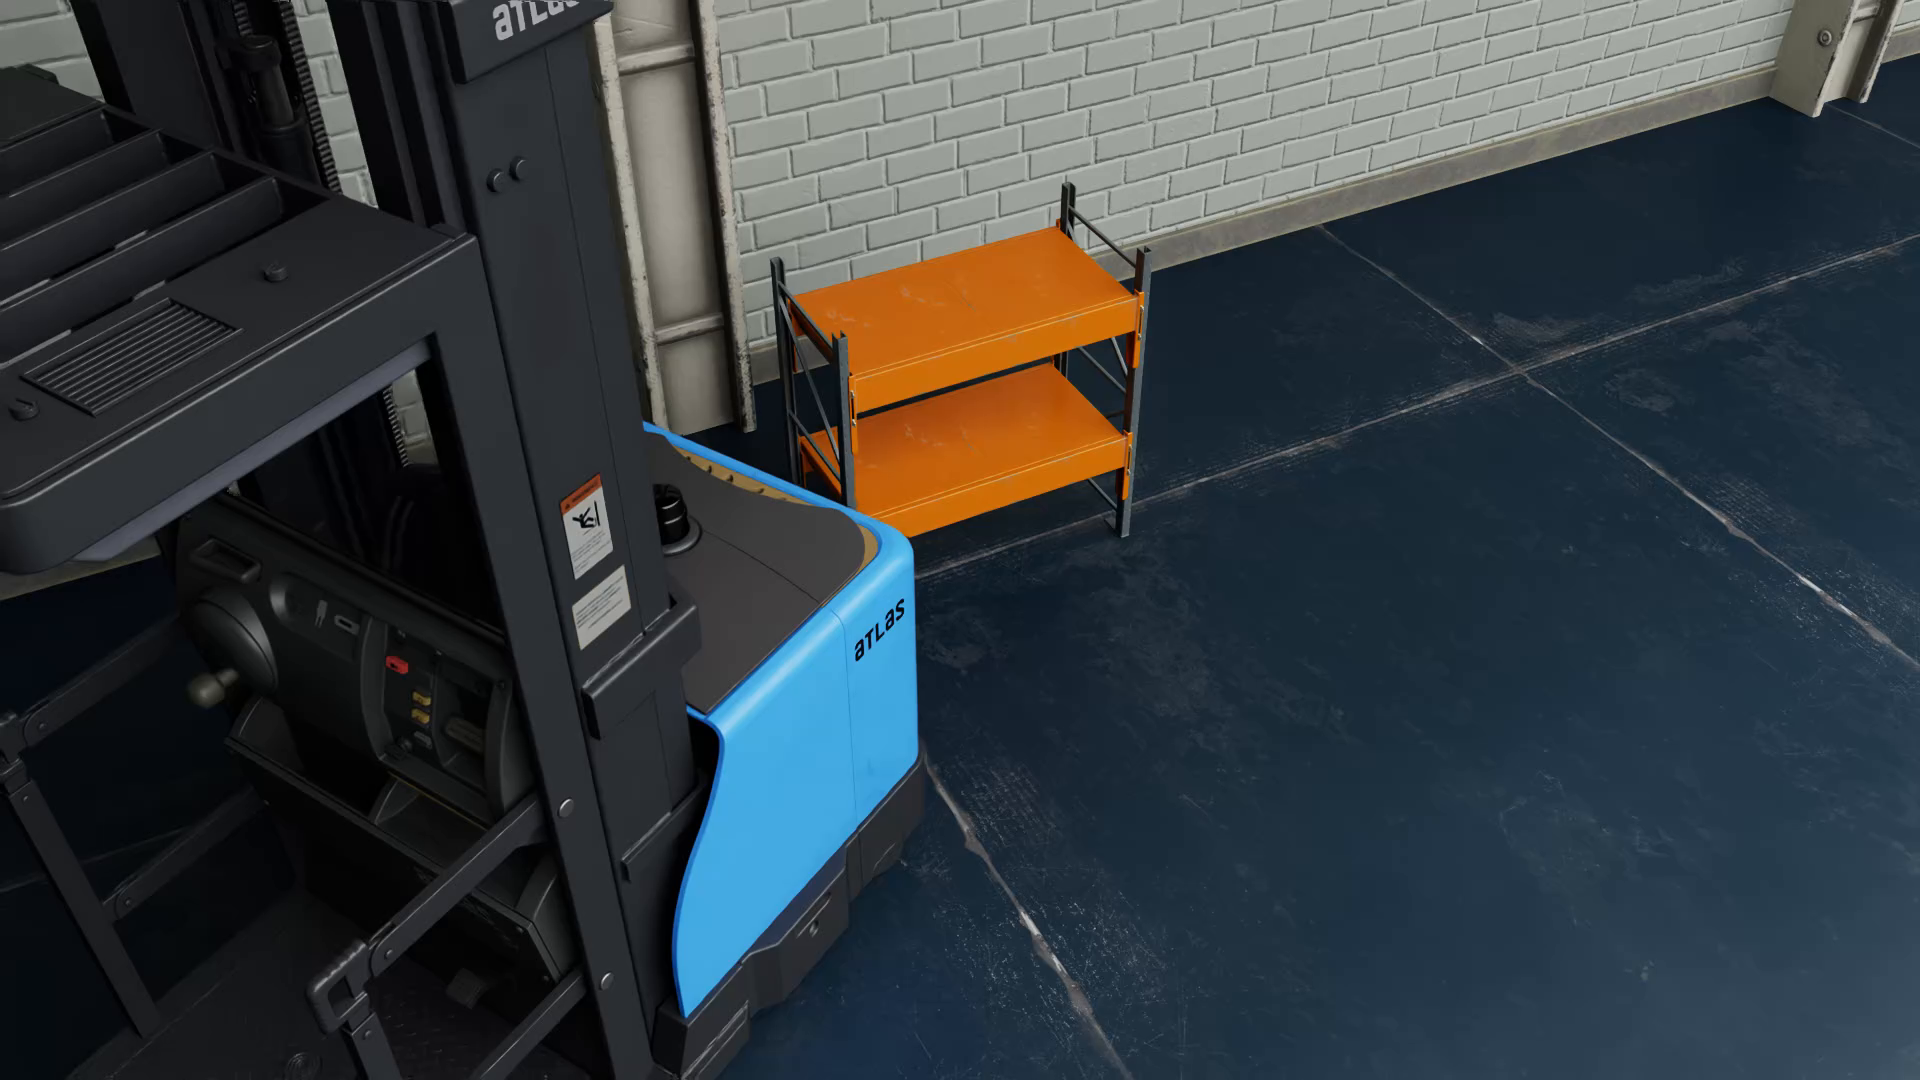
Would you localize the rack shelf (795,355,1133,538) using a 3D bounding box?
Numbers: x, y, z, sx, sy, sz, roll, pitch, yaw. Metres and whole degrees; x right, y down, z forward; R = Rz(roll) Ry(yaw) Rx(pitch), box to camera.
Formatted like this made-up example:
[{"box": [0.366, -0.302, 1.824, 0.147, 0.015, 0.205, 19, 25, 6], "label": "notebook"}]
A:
[{"box": [0.006, -0.245, 5.547, 1.000, 0.278, 0.538, -19, 44, -21], "label": "rack shelf"}]

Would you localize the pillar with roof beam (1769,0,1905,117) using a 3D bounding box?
[{"box": [6.304, -3.203, 2.569, 0.400, 9.000, 9.100, -19, 44, -21], "label": "pillar with roof beam"}]

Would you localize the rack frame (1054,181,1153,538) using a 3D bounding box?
[{"box": [0.457, -0.583, 5.568, 0.032, 1.125, 0.500, -19, 44, -21], "label": "rack frame"}]

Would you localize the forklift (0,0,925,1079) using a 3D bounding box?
[{"box": [-1.324, 0.316, 3.108, 1.130, 2.935, 3.031, 23, 45, 25], "label": "forklift"}]

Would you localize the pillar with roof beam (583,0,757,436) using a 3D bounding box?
[{"box": [0.982, -1.413, 0.454, 0.400, 9.000, 9.100, -19, 44, -21], "label": "pillar with roof beam"}]

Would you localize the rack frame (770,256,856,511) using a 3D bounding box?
[{"box": [-0.445, -0.280, 5.210, 0.032, 1.125, 0.500, -19, 44, -21], "label": "rack frame"}]

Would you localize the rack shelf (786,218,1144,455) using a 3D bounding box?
[{"box": [0.006, -0.655, 5.200, 1.000, 0.278, 0.538, -19, 44, -21], "label": "rack shelf"}]

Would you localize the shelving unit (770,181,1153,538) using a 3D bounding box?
[{"box": [0.006, -0.431, 5.389, 1.048, 1.125, 0.538, -19, 44, -21], "label": "shelving unit"}]
